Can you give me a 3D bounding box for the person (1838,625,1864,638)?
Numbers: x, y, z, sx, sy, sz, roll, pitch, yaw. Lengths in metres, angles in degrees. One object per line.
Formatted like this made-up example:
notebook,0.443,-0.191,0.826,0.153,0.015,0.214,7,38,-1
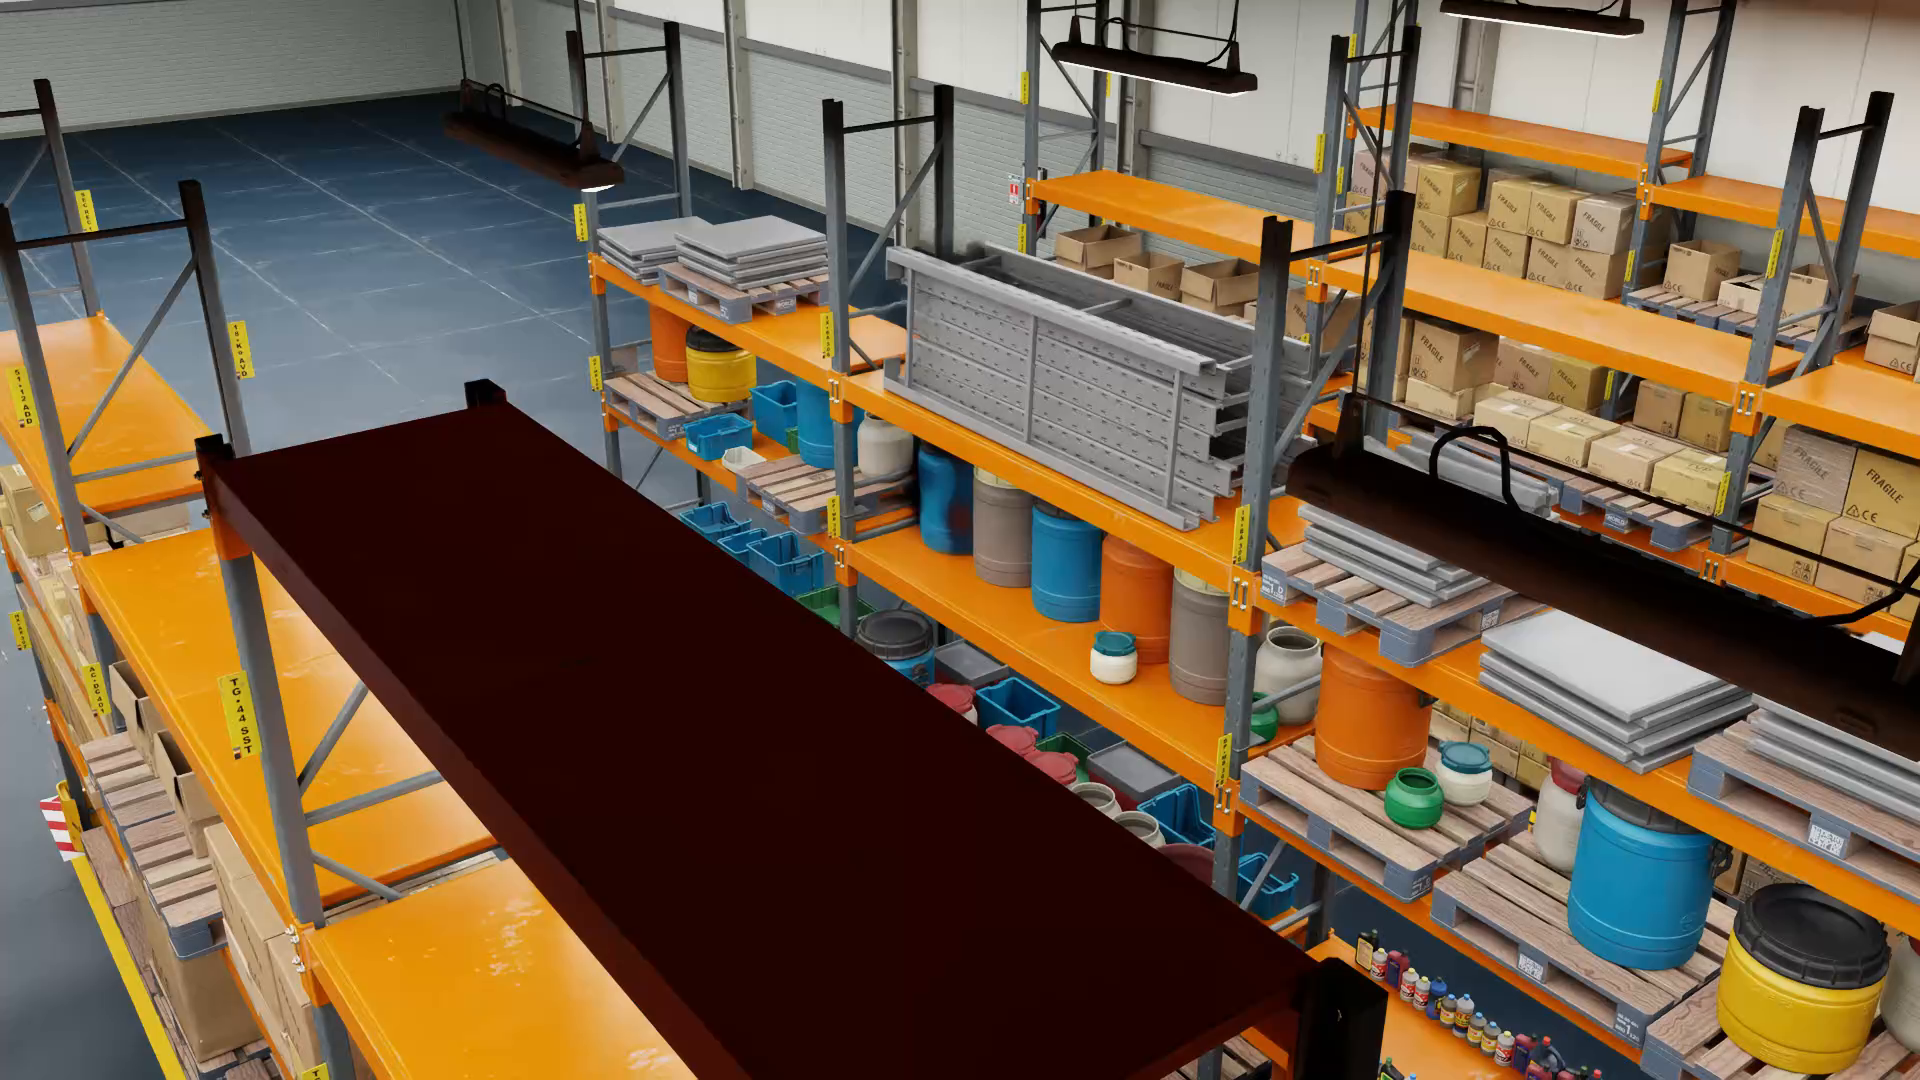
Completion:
person,7.400,1.369,13.972,0.659,1.728,0.643,-17,30,-32
